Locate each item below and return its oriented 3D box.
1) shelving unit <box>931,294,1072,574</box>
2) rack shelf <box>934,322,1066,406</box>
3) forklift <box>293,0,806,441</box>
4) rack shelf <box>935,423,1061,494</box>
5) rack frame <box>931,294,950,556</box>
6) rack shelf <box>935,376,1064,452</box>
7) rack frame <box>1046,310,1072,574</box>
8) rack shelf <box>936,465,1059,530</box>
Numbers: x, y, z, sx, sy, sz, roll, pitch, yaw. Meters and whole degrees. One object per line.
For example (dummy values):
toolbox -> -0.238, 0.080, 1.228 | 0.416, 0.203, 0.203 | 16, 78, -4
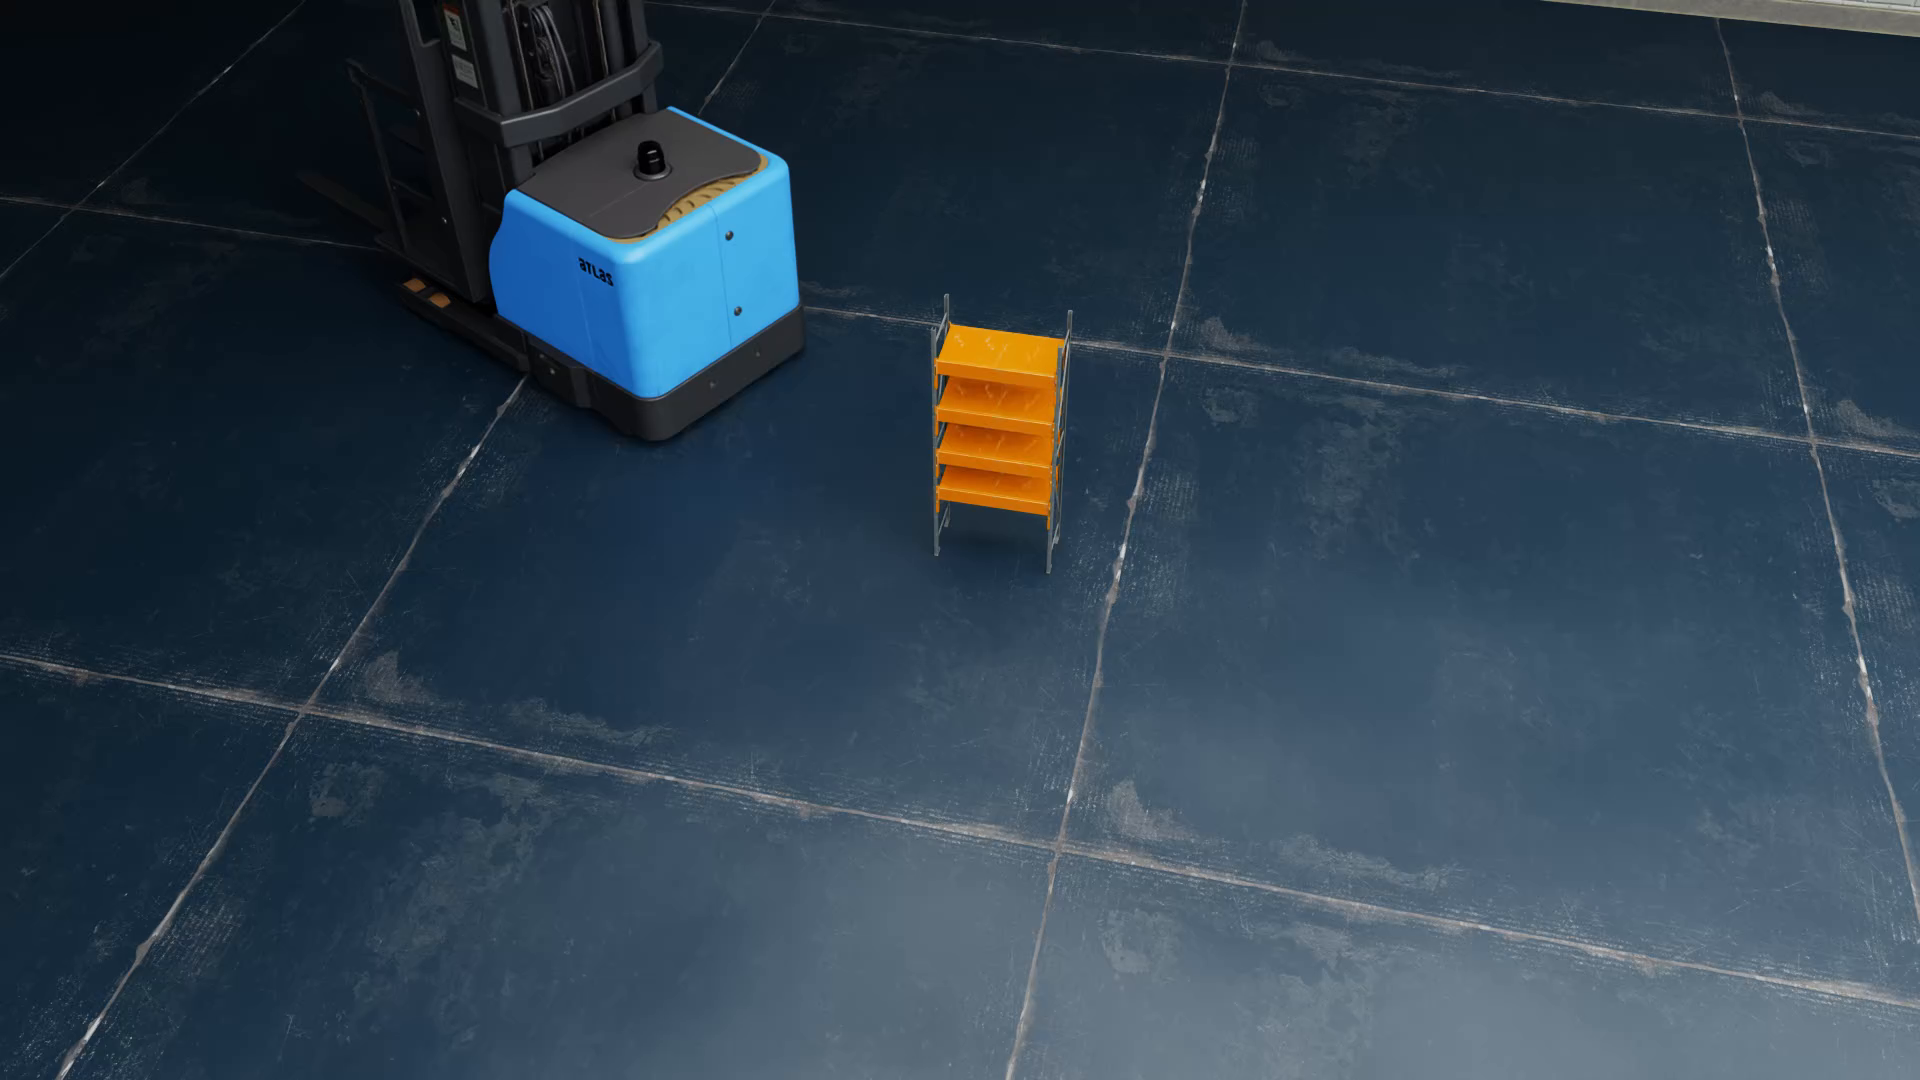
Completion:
shelving unit -> 0.162, -0.407, 6.768 | 0.503, 1.200, 0.258 | 9, 45, 9
rack shelf -> 0.162, -0.690, 6.495 | 0.480, 0.148, 0.258 | 9, 45, 9
forklift -> -2.208, -2.374, 7.563 | 3.031, 2.935, 1.130 | 30, 51, 27
rack shelf -> 0.162, -0.359, 6.815 | 0.480, 0.148, 0.258 | 9, 45, 9
rack frame -> -0.077, -0.444, 6.806 | 0.015, 1.200, 0.240 | 9, 45, 9
rack shelf -> 0.162, -0.520, 6.659 | 0.480, 0.148, 0.258 | 9, 45, 9
rack frame -> 0.400, -0.370, 6.730 | 0.015, 1.200, 0.240 | 9, 45, 9
rack shelf -> 0.162, -0.216, 6.952 | 0.480, 0.148, 0.258 | 9, 45, 9
